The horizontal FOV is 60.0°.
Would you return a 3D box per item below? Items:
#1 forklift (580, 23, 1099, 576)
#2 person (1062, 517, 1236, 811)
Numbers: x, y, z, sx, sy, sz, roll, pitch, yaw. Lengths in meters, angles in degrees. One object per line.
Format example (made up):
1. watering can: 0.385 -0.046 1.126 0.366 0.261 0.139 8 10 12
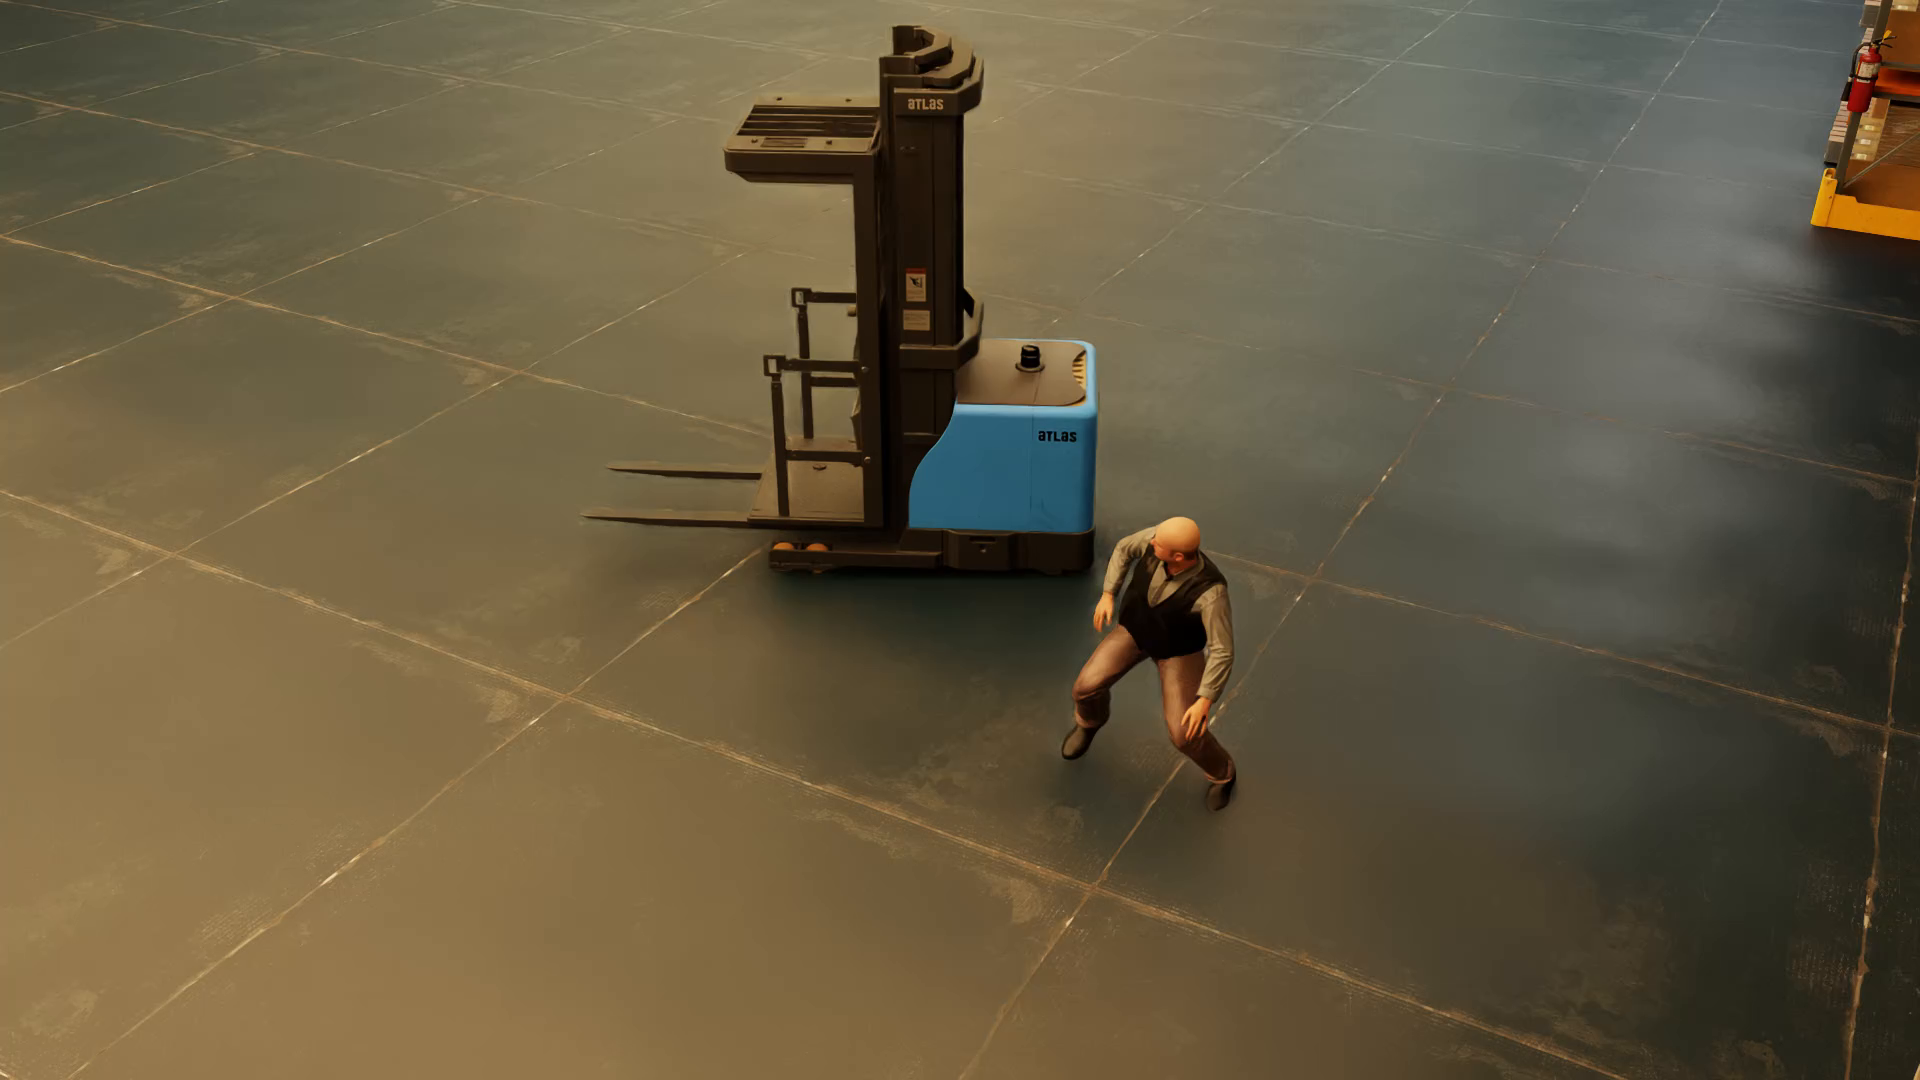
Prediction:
1. forklift: -0.710 -1.340 9.393 3.031 2.935 1.130 2 30 3
2. person: 0.928 0.517 7.688 0.830 1.501 0.667 18 34 28
